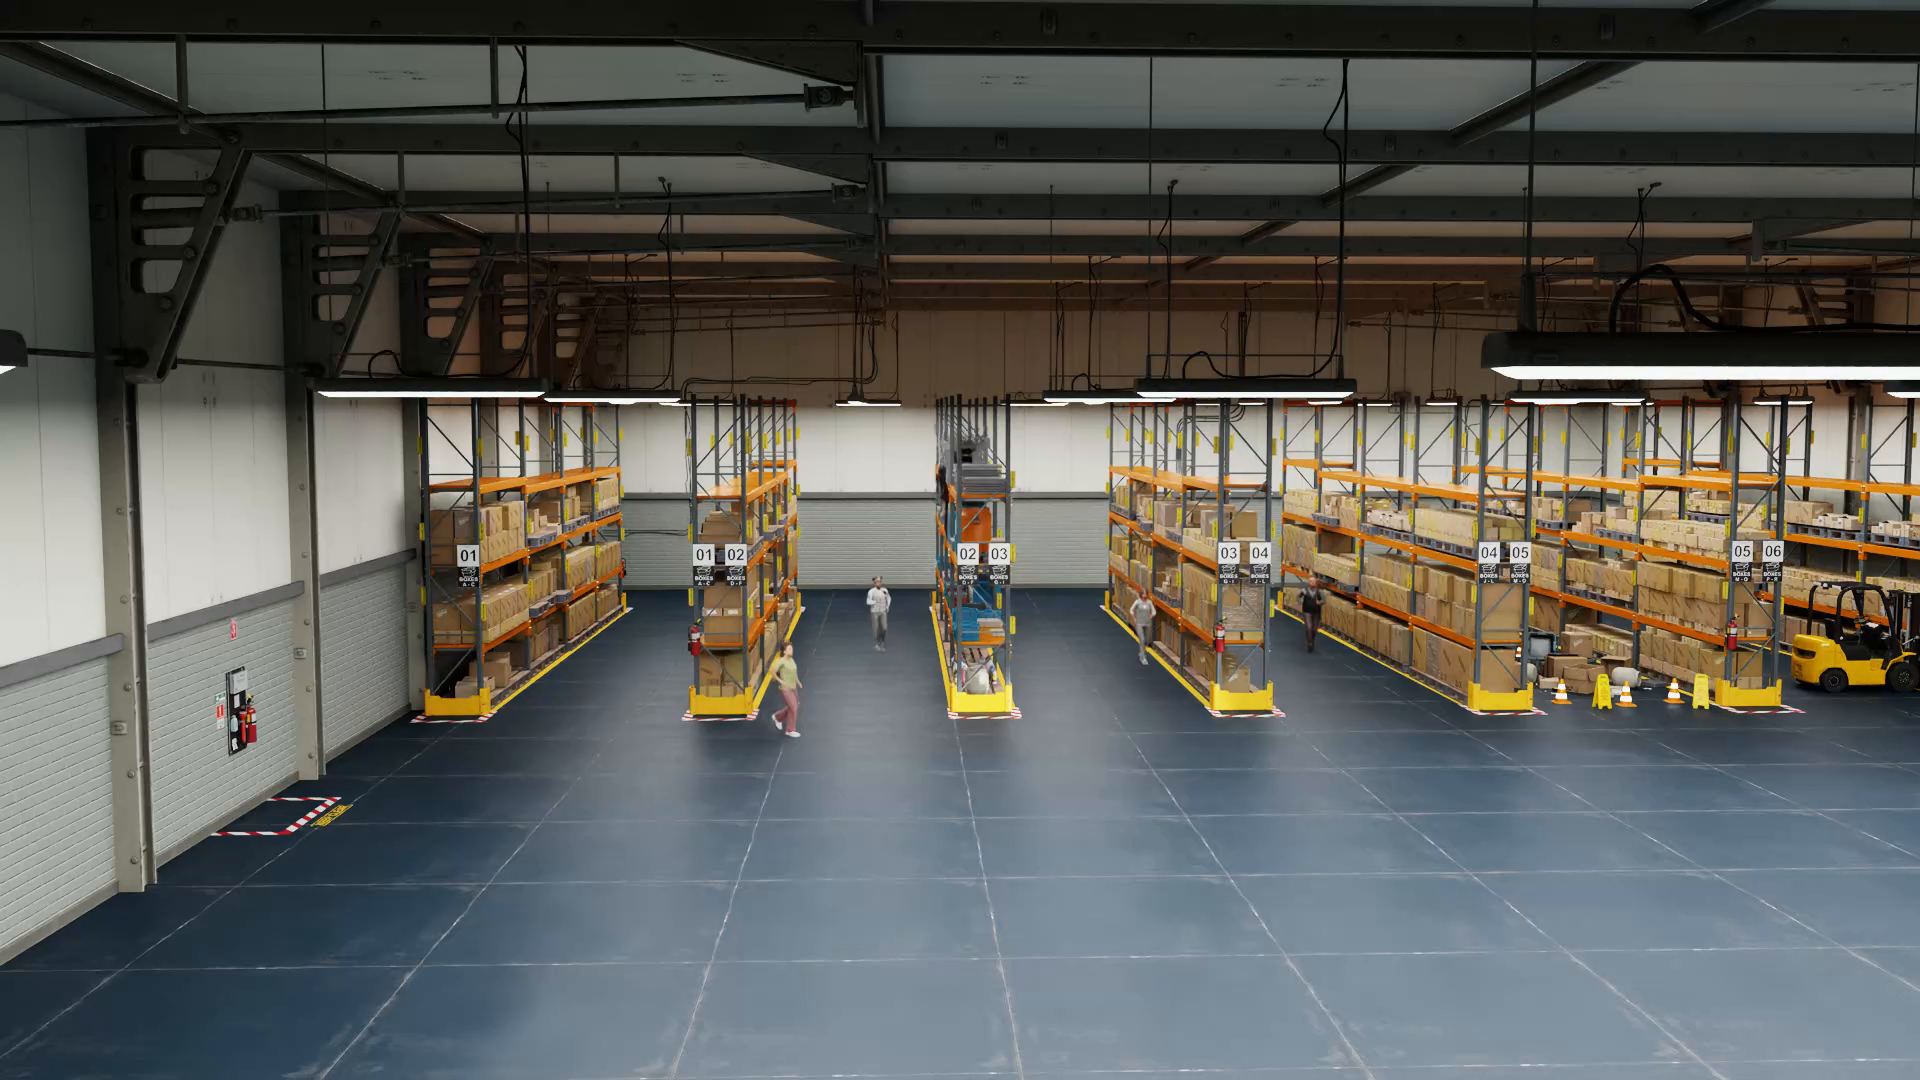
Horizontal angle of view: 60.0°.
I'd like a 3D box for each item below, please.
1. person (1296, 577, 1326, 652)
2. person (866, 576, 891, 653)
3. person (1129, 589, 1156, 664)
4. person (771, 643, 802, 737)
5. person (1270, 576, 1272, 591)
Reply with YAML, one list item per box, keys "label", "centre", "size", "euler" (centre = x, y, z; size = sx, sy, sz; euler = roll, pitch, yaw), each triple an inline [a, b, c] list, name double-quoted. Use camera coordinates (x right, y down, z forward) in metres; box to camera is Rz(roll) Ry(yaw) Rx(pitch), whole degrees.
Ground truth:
- label: "person"
  centre: [8.319, 1.740, 39.331]
  size: [0.658, 1.715, 0.945]
  euler: [0, 4, 0]
- label: "person"
  centre: [-1.798, 1.670, 37.368]
  size: [0.596, 1.744, 0.609]
  euler: [-1, 5, -14]
- label: "person"
  centre: [3.929, 1.834, 35.592]
  size: [0.558, 1.593, 0.667]
  euler: [-1, 5, -8]
- label: "person"
  centre: [-3.080, 2.612, 29.141]
  size: [0.643, 1.643, 0.602]
  euler: [2, 5, 28]
- label: "person"
  centre: [8.076, 1.419, 44.568]
  size: [0.587, 1.644, 0.831]
  euler: [0, 4, 1]
